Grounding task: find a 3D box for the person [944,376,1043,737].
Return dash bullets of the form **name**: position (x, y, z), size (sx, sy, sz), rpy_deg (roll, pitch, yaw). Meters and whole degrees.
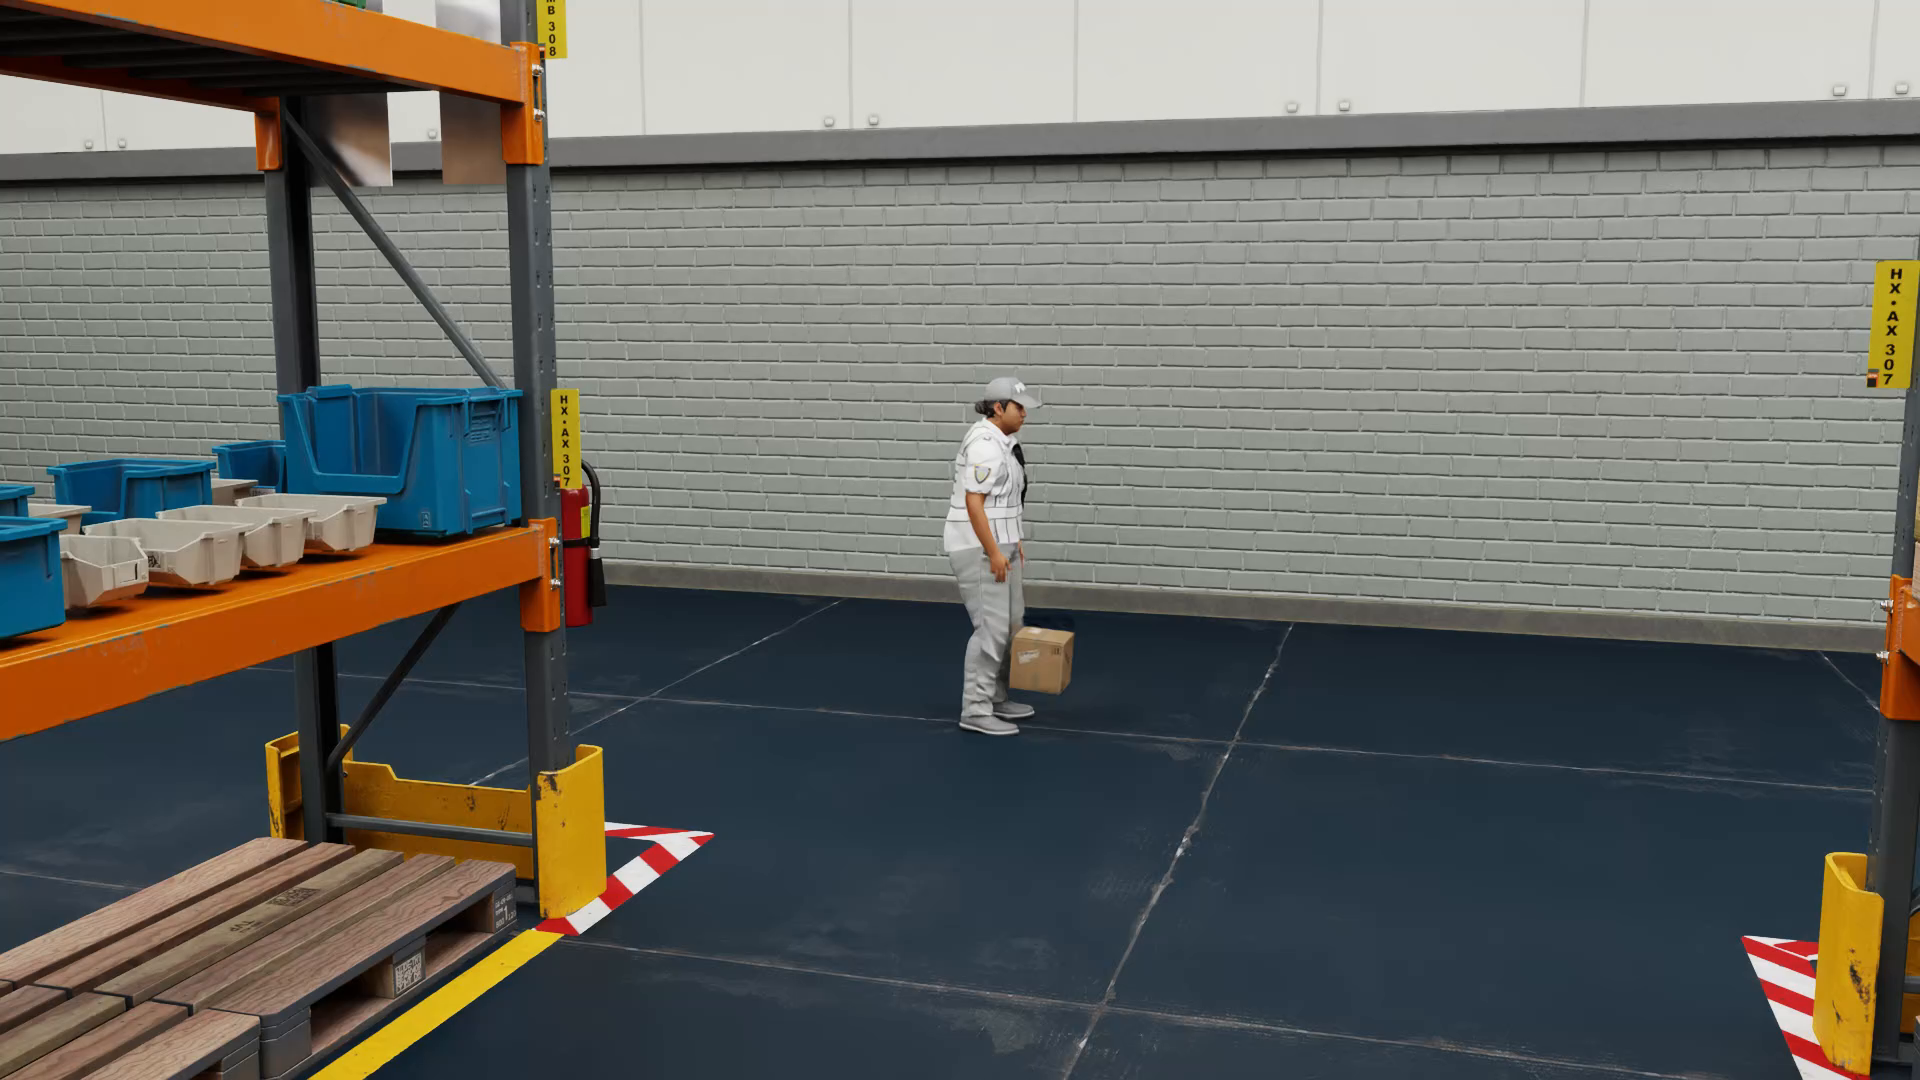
- **person**: position (0.162, 0.058, 7.919), size (0.451, 1.668, 0.532), rpy_deg (2, 9, 14)
